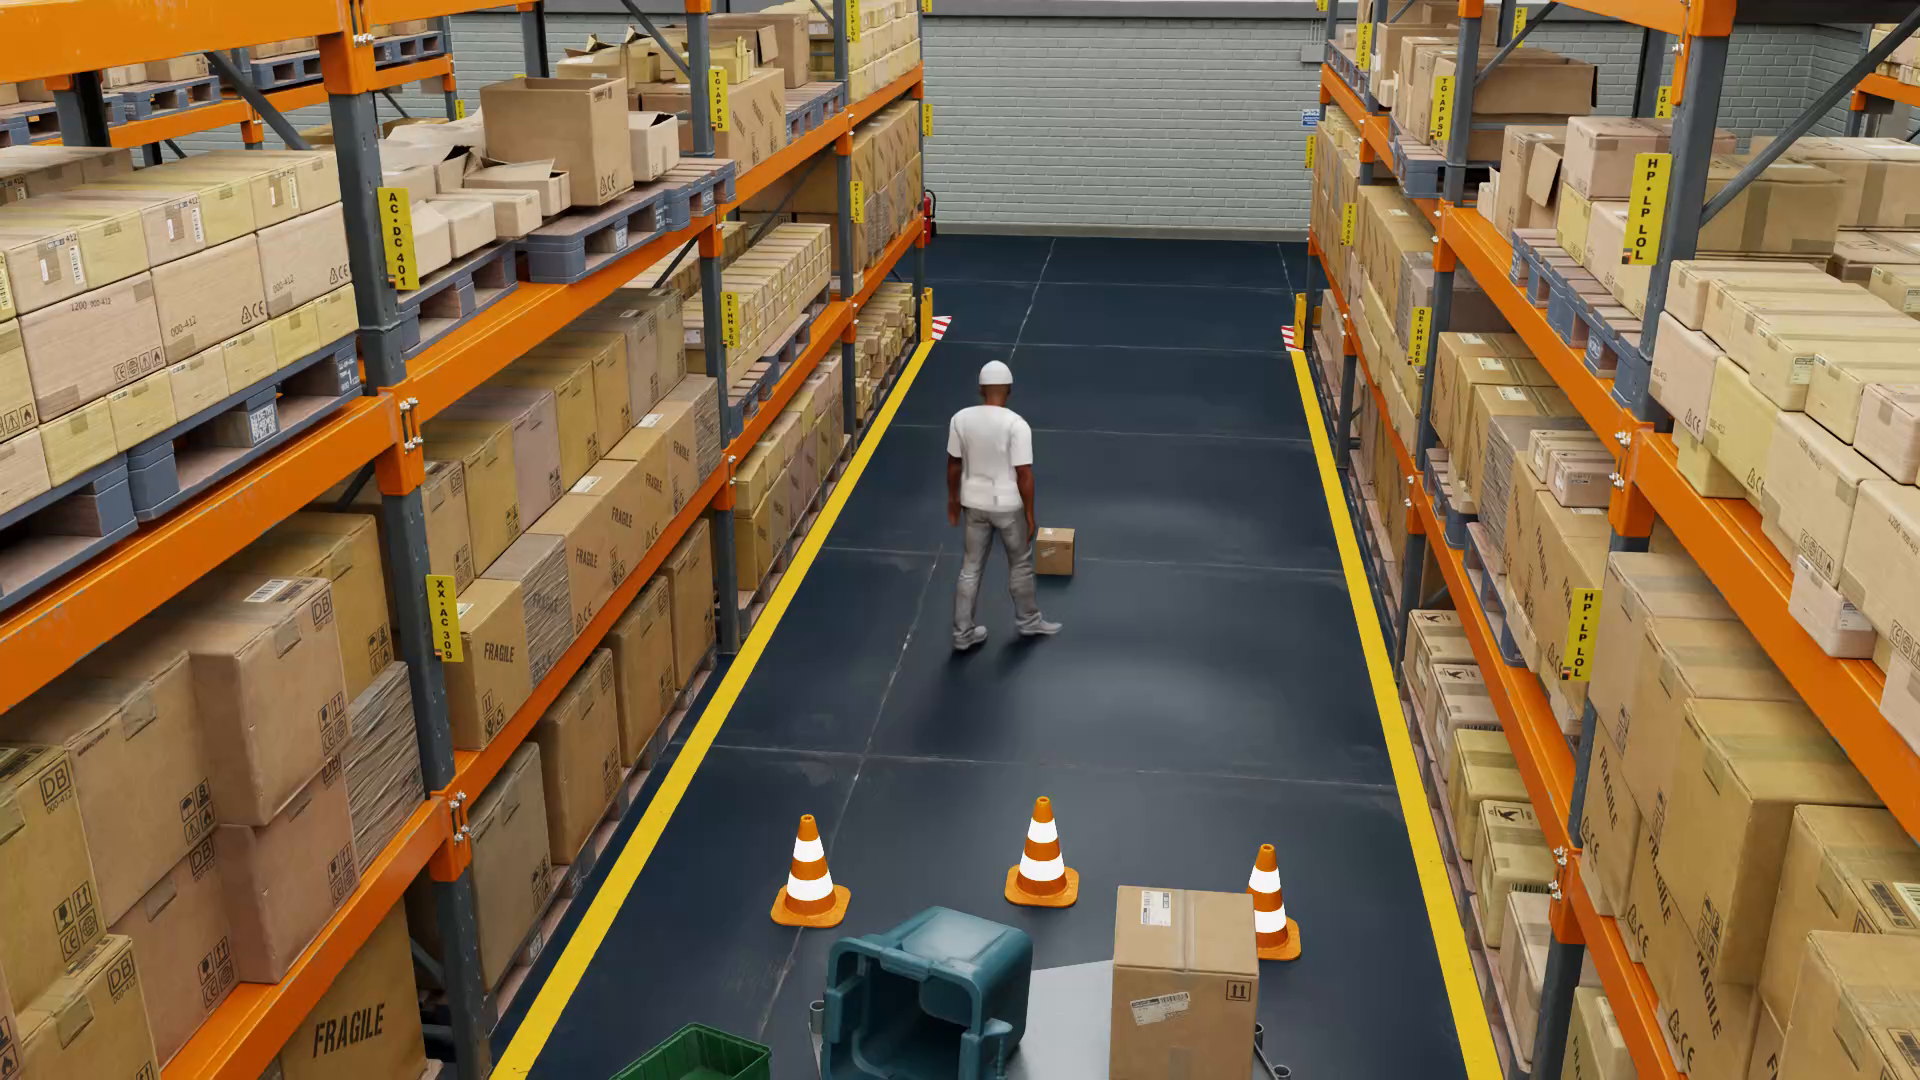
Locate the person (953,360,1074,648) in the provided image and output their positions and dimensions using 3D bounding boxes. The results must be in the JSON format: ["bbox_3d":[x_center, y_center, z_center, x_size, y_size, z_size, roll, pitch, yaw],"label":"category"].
[{"bbox_3d":[0.267,-0.248,10.170,0.644,1.728,0.871,11,24,27],"label":"person"}]
